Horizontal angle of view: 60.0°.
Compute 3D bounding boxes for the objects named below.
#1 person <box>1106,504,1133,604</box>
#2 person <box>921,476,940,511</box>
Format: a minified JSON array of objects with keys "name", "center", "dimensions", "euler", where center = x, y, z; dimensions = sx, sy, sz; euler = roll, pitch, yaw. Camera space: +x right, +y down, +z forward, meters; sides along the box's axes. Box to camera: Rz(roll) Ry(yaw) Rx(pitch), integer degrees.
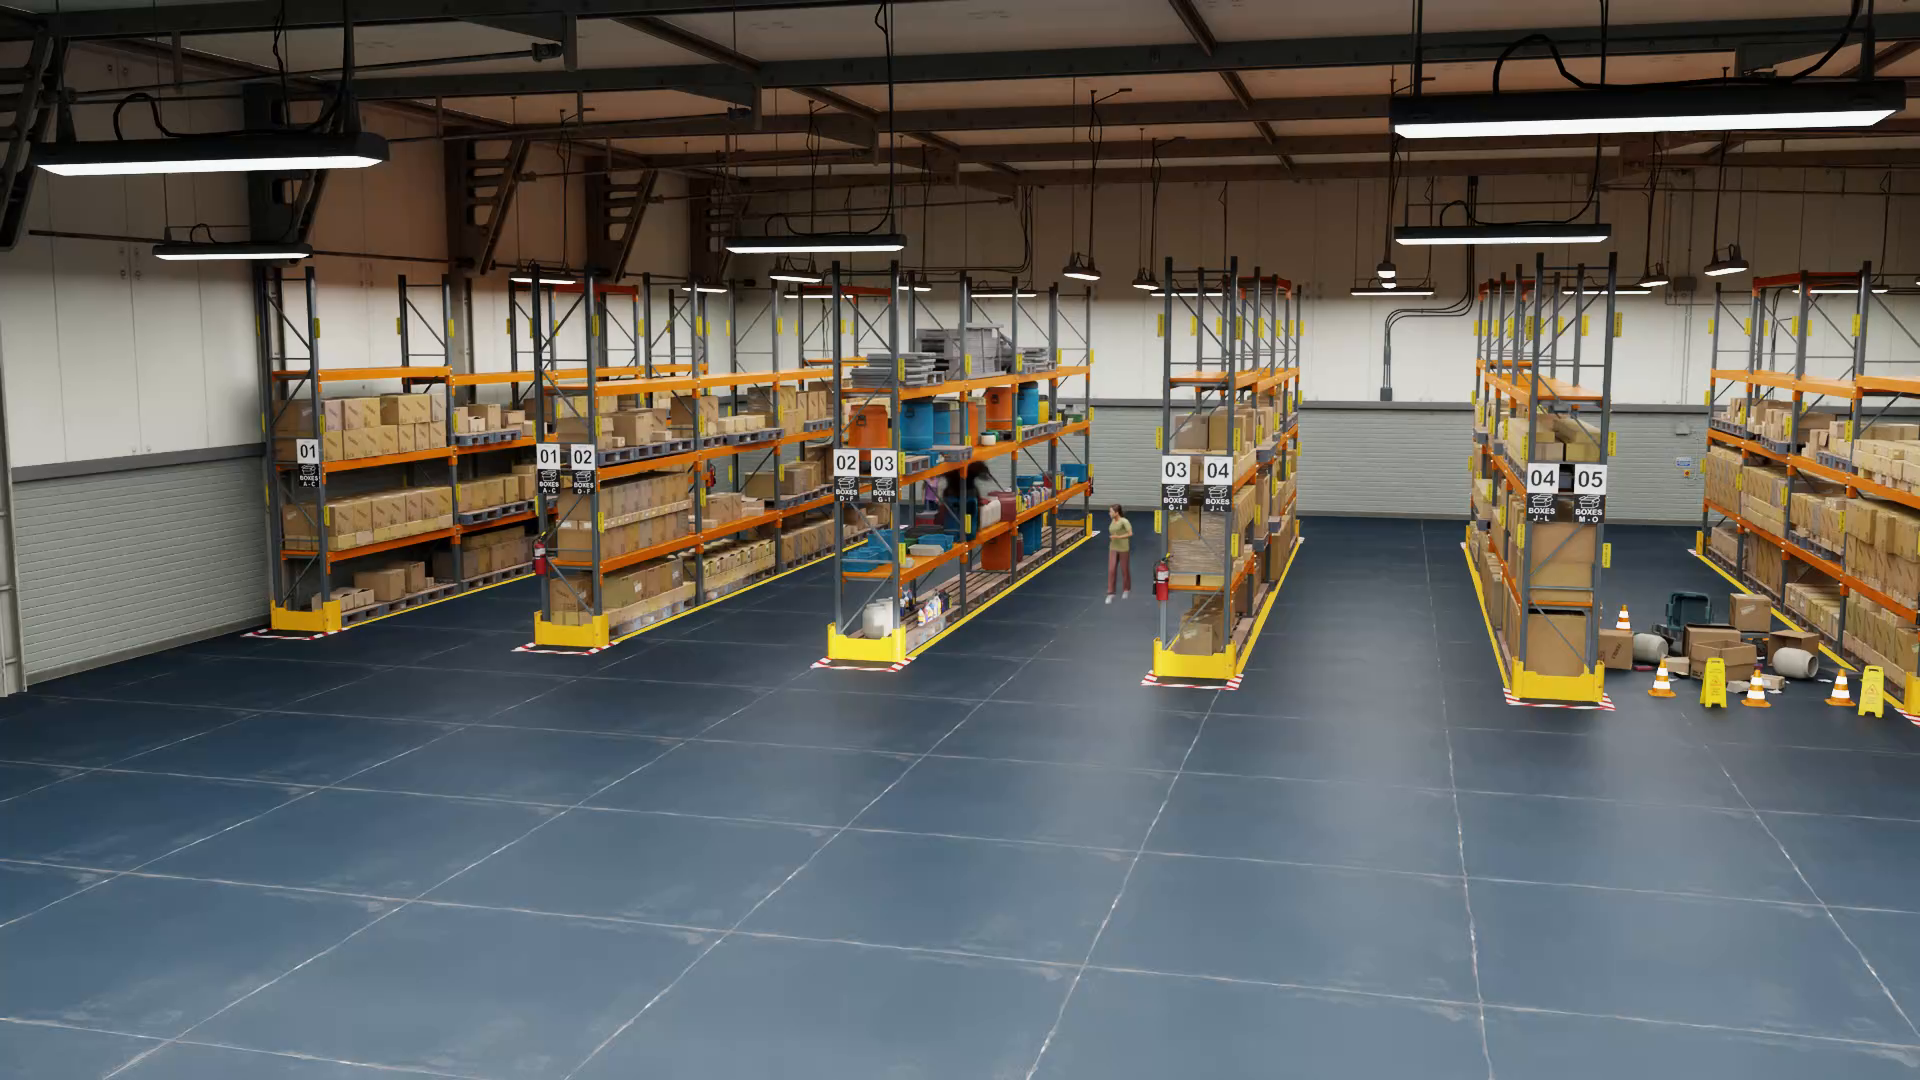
[{"name":"person","center":[2.831,0.221,29.005],"dimensions":[0.471,1.712,0.795],"euler":[3,8,22]},{"name":"person","center":[-0.721,-0.959,40.977],"dimensions":[0.475,1.632,0.611],"euler":[0,7,1]}]
